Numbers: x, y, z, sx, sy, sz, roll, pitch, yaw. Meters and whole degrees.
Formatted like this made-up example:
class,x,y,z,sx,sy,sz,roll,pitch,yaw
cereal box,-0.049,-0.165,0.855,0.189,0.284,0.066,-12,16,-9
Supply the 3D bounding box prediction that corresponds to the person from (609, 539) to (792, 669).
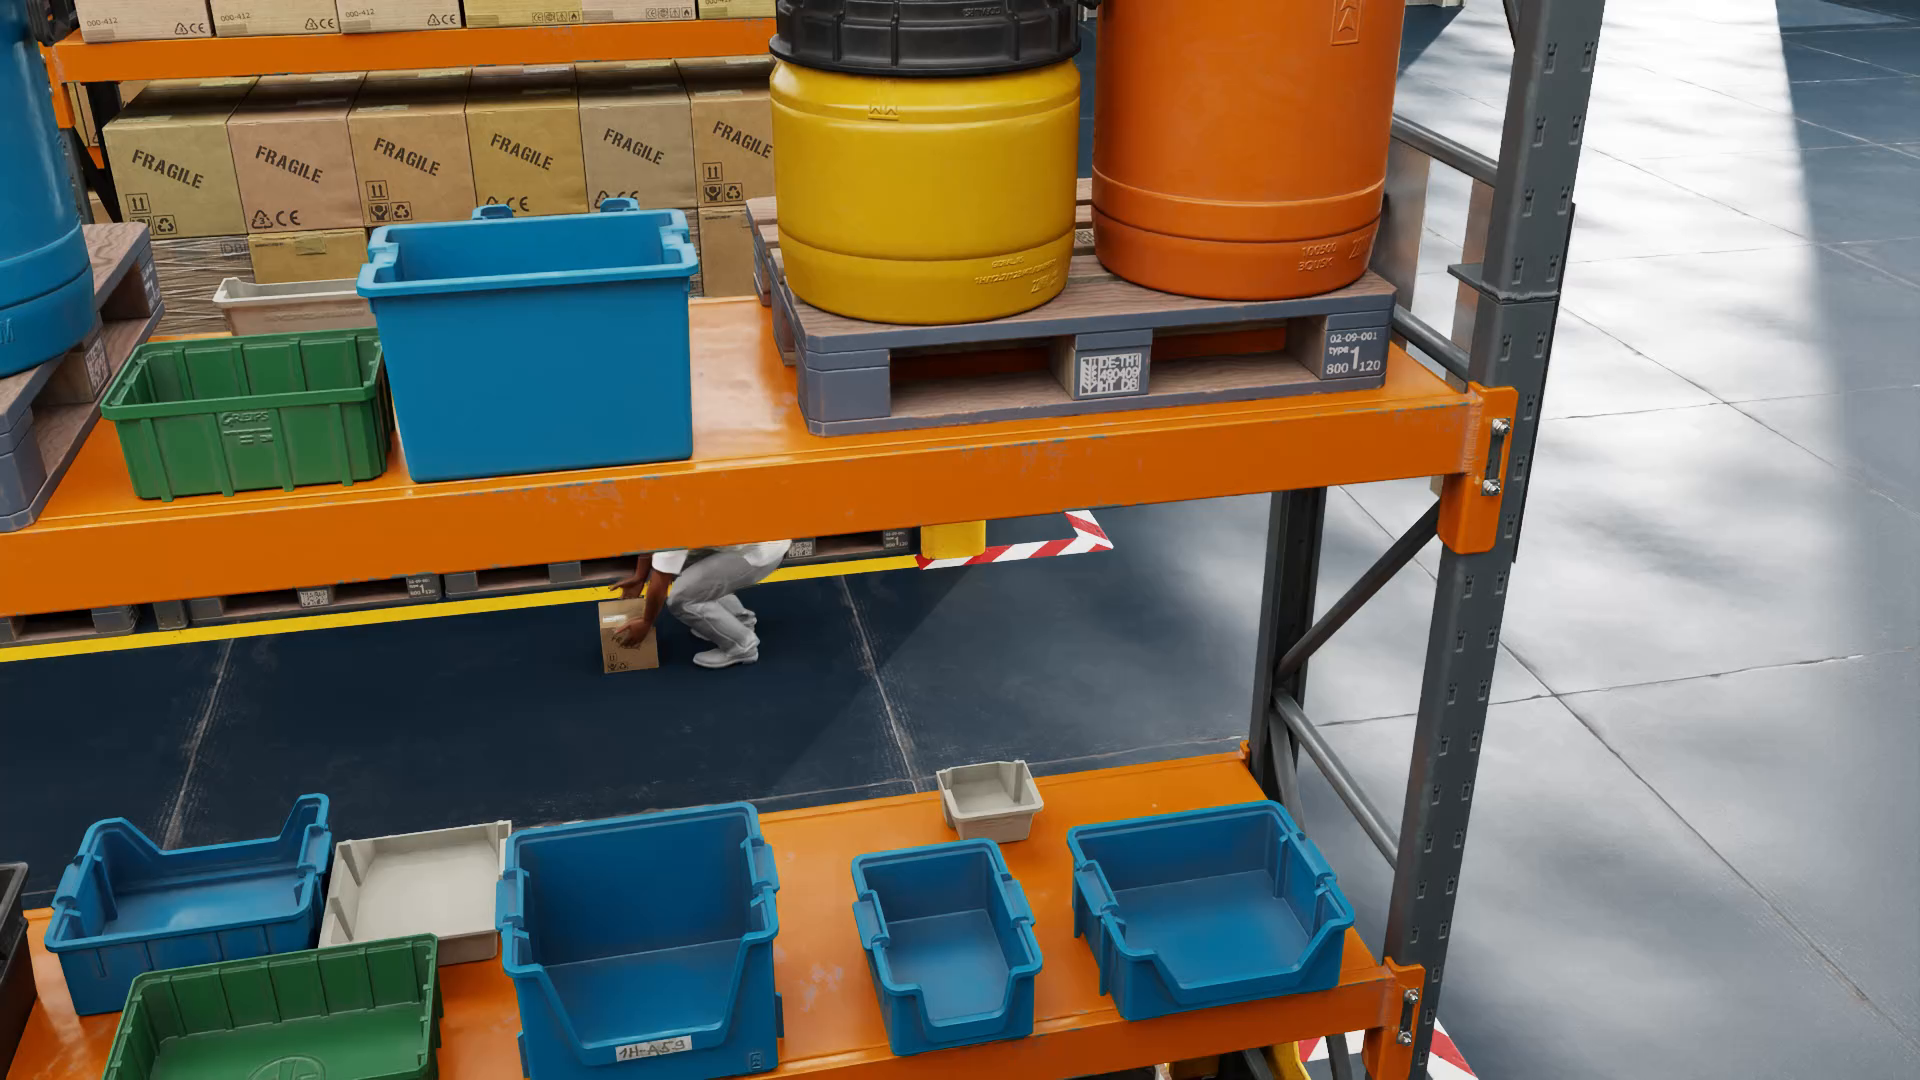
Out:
class,x,y,z,sx,sy,sz,roll,pitch,yaw
person,-1.222,0.078,7.724,0.879,1.062,0.594,-4,27,-9
